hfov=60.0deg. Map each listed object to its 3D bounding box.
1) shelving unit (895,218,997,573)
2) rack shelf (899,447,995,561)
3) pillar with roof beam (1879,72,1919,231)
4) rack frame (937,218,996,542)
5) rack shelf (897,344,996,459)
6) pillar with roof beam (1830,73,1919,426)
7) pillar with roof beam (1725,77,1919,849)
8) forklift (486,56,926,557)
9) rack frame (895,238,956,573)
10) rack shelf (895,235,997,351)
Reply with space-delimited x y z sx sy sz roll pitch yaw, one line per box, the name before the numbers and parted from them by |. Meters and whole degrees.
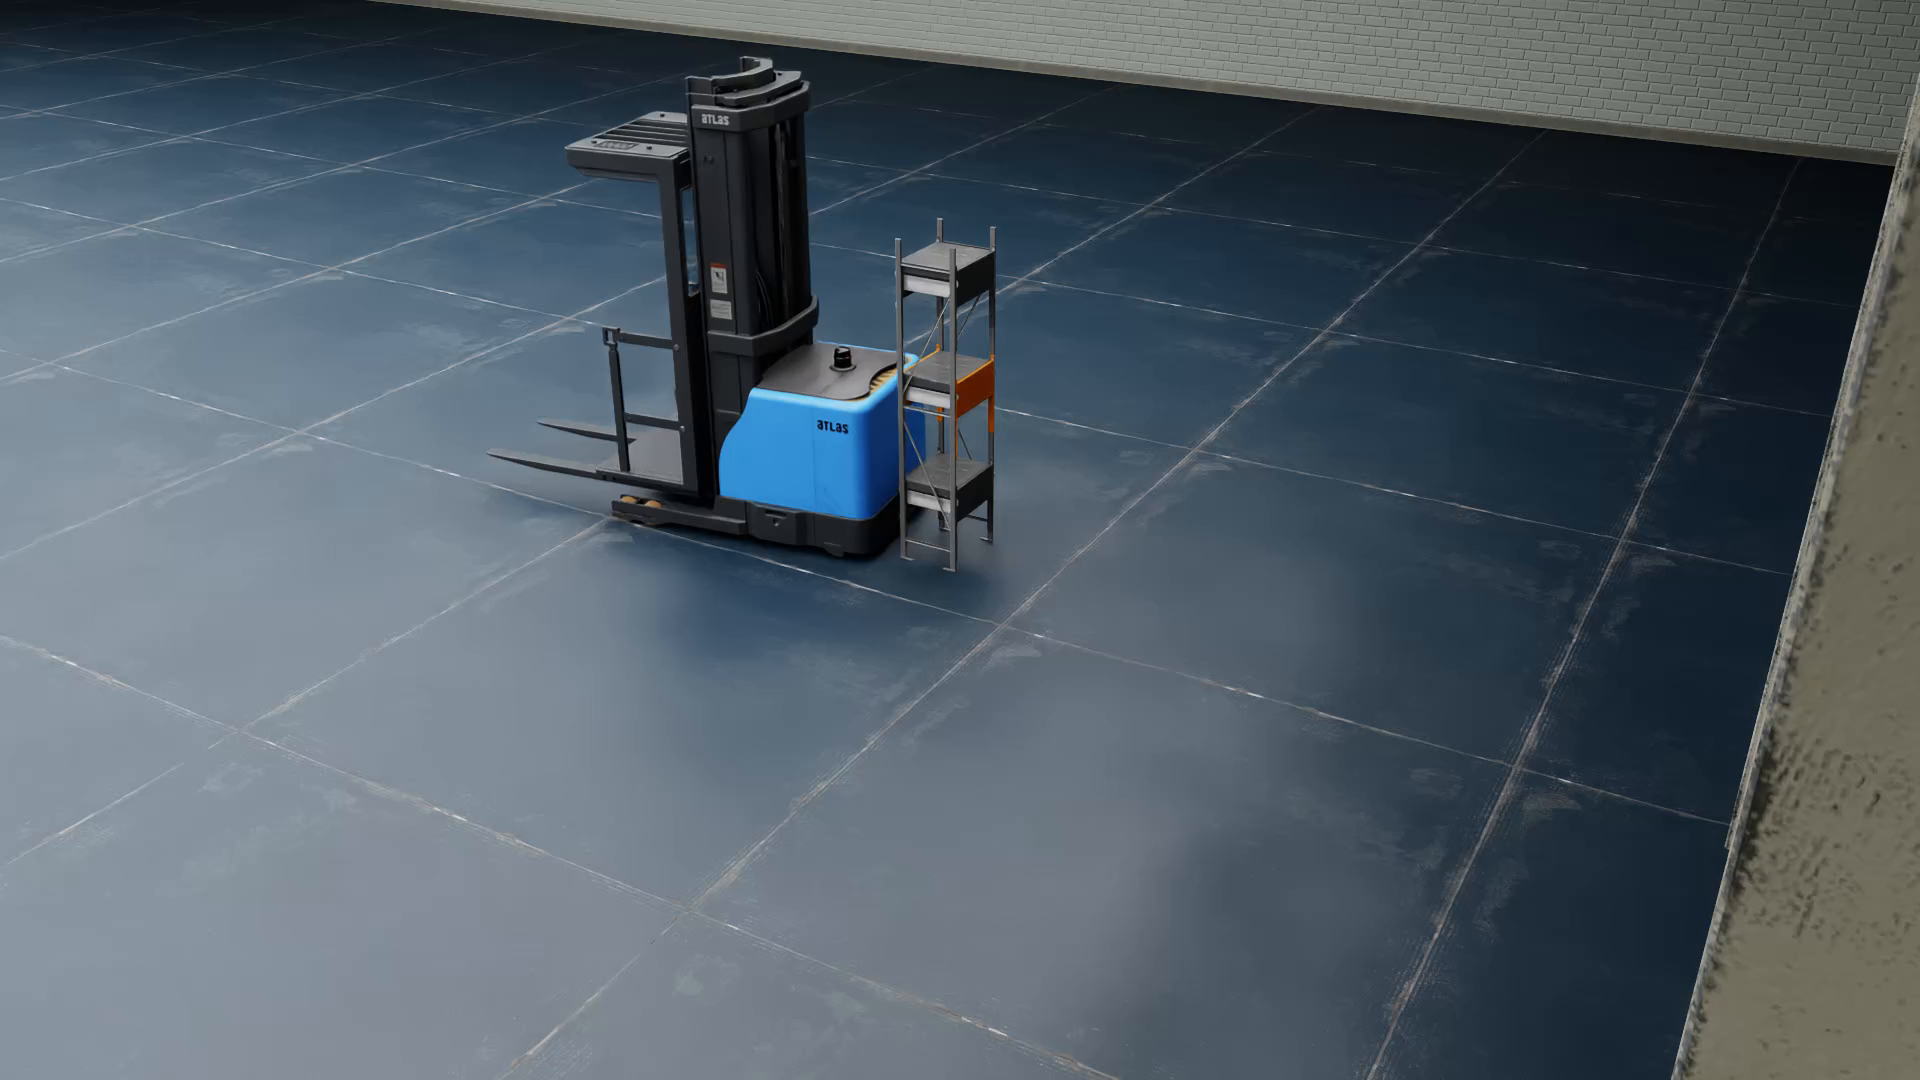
shelving unit | -0.081 -0.874 10.291 0.431 2.100 0.503 14 30 26
rack shelf | -0.081 -0.236 10.611 0.431 0.518 0.480 14 30 26
pillar with roof beam | 6.042 -8.220 17.258 9.100 9.000 0.400 14 30 26
rack frame | 0.039 -0.970 10.481 0.400 2.100 0.015 14 30 26
rack shelf | -0.081 -0.862 10.297 0.431 0.518 0.480 14 30 26
pillar with roof beam | 3.090 -5.882 12.587 9.100 9.000 0.400 14 30 26
pillar with roof beam | 0.138 -3.544 7.916 9.100 9.000 0.400 14 30 26
forklift | -1.785 -1.609 10.830 3.031 2.935 1.130 10 28 19
rack frame | -0.201 -0.779 10.101 0.400 2.100 0.015 14 30 26
rack shelf | -0.081 -1.488 9.984 0.431 0.518 0.480 14 30 26
